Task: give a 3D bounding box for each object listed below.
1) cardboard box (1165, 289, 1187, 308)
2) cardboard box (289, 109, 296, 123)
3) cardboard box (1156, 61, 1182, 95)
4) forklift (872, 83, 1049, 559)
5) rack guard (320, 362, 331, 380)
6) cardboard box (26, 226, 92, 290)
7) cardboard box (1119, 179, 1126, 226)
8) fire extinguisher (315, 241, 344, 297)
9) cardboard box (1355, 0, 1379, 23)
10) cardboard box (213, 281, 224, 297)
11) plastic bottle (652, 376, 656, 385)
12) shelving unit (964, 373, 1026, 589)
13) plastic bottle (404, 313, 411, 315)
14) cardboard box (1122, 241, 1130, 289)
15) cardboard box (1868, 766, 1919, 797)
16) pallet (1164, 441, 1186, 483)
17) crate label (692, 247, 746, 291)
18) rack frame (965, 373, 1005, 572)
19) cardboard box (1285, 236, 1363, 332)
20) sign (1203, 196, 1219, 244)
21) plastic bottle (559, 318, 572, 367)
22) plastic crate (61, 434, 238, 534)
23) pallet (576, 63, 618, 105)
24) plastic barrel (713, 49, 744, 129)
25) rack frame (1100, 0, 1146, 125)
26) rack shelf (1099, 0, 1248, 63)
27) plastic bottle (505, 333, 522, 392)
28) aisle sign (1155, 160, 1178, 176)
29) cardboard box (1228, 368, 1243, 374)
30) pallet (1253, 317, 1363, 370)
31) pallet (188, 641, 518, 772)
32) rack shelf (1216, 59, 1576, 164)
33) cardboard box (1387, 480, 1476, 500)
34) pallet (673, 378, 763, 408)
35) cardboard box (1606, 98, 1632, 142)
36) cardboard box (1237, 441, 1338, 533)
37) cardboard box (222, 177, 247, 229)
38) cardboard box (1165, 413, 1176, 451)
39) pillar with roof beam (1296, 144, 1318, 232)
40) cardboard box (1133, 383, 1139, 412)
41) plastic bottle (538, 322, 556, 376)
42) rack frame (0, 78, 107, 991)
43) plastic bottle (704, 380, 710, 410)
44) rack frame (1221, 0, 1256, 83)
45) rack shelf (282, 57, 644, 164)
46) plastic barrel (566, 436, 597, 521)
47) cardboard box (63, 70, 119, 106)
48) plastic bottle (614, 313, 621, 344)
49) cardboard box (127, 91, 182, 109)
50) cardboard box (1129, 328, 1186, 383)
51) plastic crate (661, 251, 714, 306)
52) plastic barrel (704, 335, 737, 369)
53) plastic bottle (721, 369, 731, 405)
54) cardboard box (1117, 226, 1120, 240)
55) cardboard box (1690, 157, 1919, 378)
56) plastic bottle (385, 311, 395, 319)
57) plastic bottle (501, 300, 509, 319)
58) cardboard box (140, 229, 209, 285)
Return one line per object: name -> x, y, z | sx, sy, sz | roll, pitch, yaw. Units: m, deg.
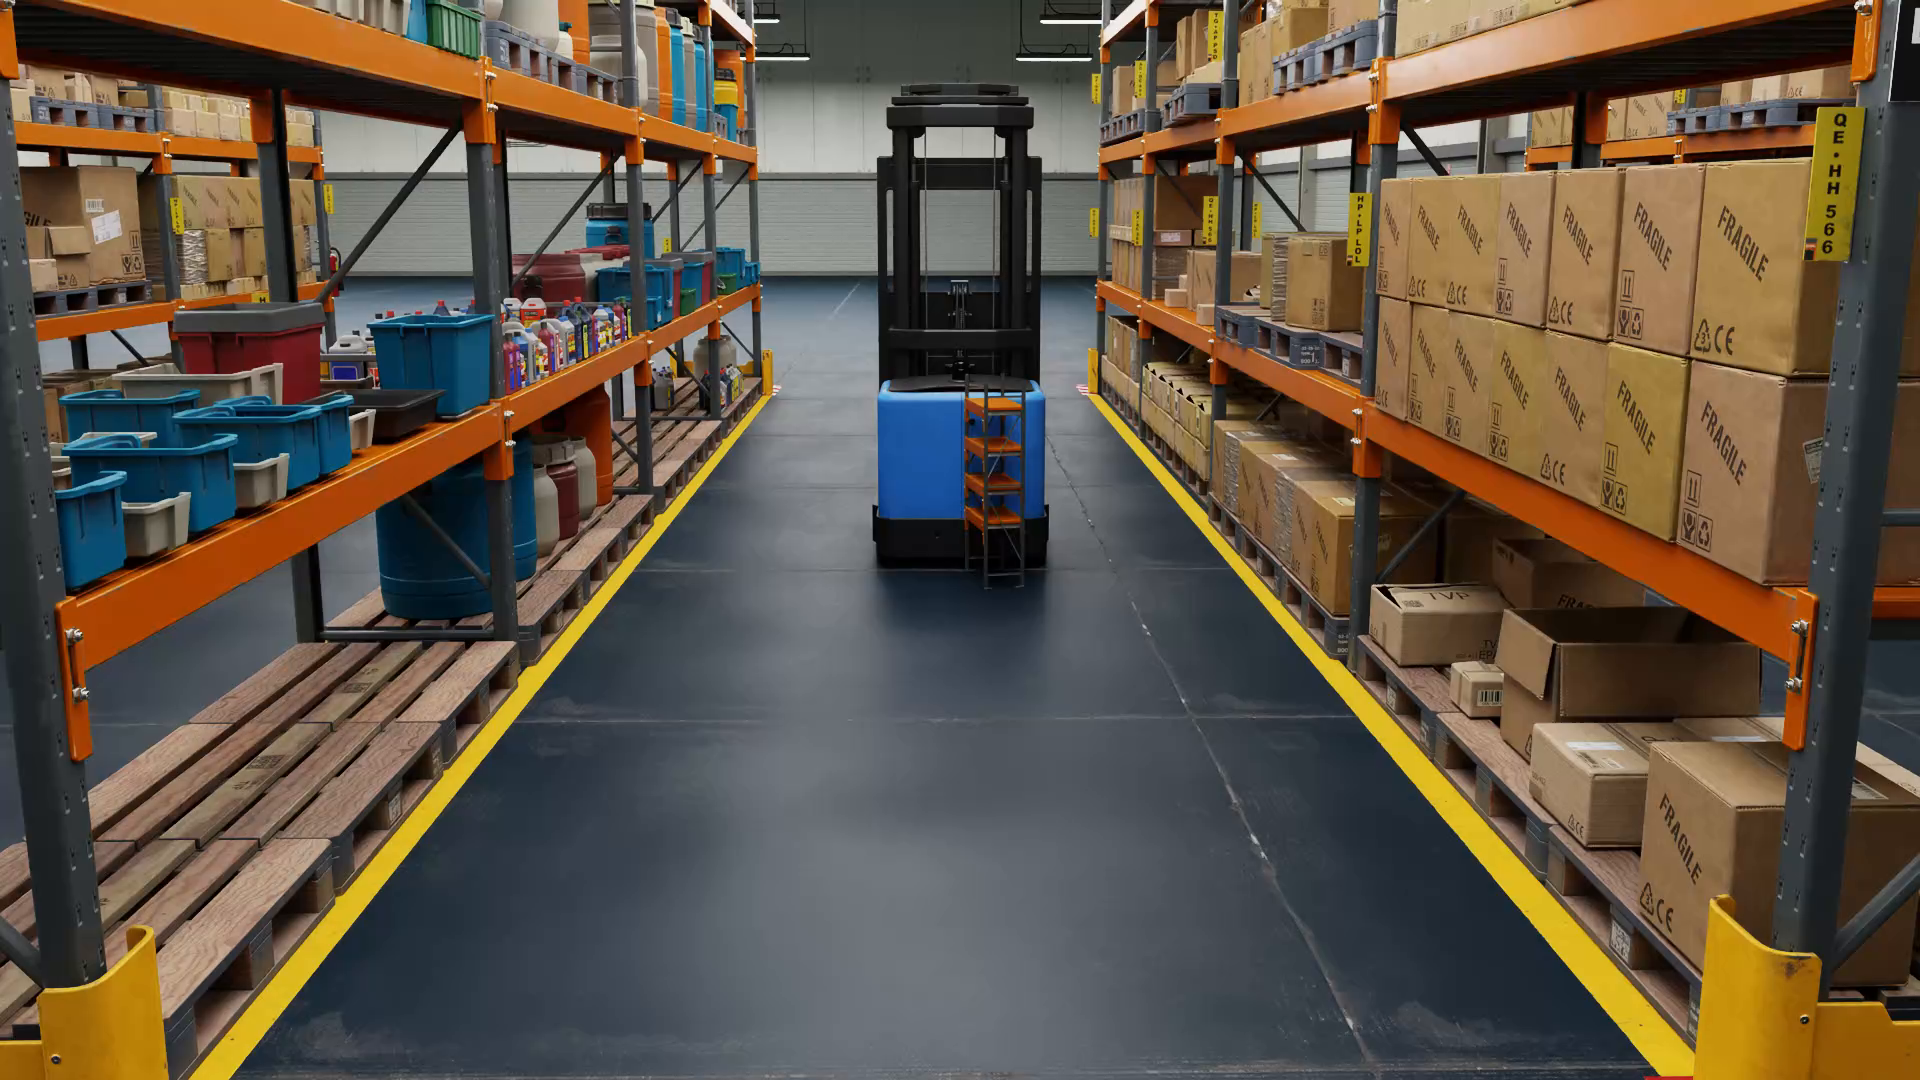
cardboard box -> 2.011, -2.130, 14.645 | 0.380, 0.149, 0.250 | 0, 11, -1
cardboard box -> -7.469, -4.617, 18.103 | 0.380, 0.149, 0.250 | -1, 11, -4
cardboard box -> 2.289, -4.553, 16.745 | 0.797, 0.503, 0.637 | 1, 12, 5
forklift -> -0.008, -1.562, 11.385 | 1.130, 2.935, 3.031 | 0, 11, -1
rack guard -> -7.789, -1.945, 19.389 | 1.175, 0.500, 0.348 | 0, 11, -1
cardboard box -> -7.579, -2.302, 13.547 | 0.797, 0.503, 0.637 | 1, 12, 5
cardboard box -> 2.128, -3.702, 18.248 | 0.700, 0.500, 0.500 | -1, 11, -3
fire extinguisher -> -7.332, -3.172, 19.344 | 0.296, 0.674, 0.183 | 0, 11, -1
cardboard box -> 2.389, -2.847, 8.444 | 0.600, 0.600, 0.600 | 0, 11, -2
cardboard box -> -7.451, -2.460, 16.272 | 0.380, 0.149, 0.250 | 0, 11, -1
plastic bottle -> -3.061, -1.493, 16.429 | 0.144, 0.351, 0.185 | -1, 11, -4
shelving unit -> 0.202, -0.355, 9.791 | 0.258, 1.200, 0.503 | -3, 12, -12
plastic bottle -> -2.792, -0.978, 8.459 | 0.144, 0.351, 0.185 | 0, 11, -1
cardboard box -> 2.131, -2.978, 17.943 | 0.700, 0.500, 0.500 | 0, 11, -1
cardboard box -> 2.707, 0.879, 4.993 | 0.500, 0.250, 0.500 | 0, 11, -1
pallet -> 2.279, -0.674, 13.851 | 1.003, 0.211, 1.213 | 0, 11, -1
crate label -> -2.530, -2.858, 17.514 | 0.502, 0.435, 0.616 | 0, 11, -1
rack frame -> 0.149, -0.402, 10.025 | 0.240, 1.200, 0.015 | -3, 12, -12
cardboard box -> 2.264, -1.446, 9.332 | 0.700, 0.500, 0.500 | -3, 12, -16
sign -> 1.724, -2.199, 11.444 | 0.100, 0.325, 0.005 | 0, 11, -1
plastic bottle -> -2.218, -1.104, 9.280 | 0.097, 0.271, 0.097 | 0, 11, 0
plastic crate -> -2.197, -0.154, 4.542 | 0.416, 0.233, 0.300 | 0, 11, -1
pallet -> -2.755, -2.840, 10.446 | 1.003, 0.211, 1.213 | 0, 11, -1
plastic barrel -> -2.701, -4.996, 18.459 | 0.600, 0.830, 0.708 | 0, 11, -1
rack frame -> 2.114, -6.165, 18.816 | 1.000, 3.000, 0.127 | 0, 11, -1
rack shelf -> 2.155, -5.219, 16.967 | 1.077, 0.370, 4.000 | 0, 11, -1
plastic bottle -> -2.174, -0.864, 8.068 | 0.061, 0.283, 0.133 | 0, 11, -1
aisle sign -> 2.406, -4.513, 19.224 | 0.394, 0.787, 0.004 | 0, 11, -1
cardboard box -> 2.509, -1.380, 14.768 | 0.500, 0.311, 0.500 | 0, 11, 0
pallet -> 2.324, -1.154, 9.687 | 1.003, 0.211, 1.213 | 0, 11, -1
pallet -> -2.536, 0.692, 7.115 | 1.003, 0.211, 1.213 | 0, 11, -1
rack shelf -> 2.321, -2.355, 9.387 | 1.077, 0.370, 4.000 | 0, 11, -1
cardboard box -> 2.573, -0.033, 8.860 | 0.500, 0.500, 0.500 | 0, 11, 0
pallet -> -2.778, -1.663, 18.723 | 1.003, 0.211, 1.213 | 0, 11, -1
cardboard box -> 6.845, -4.290, 16.814 | 0.500, 0.500, 0.500 | -1, 11, -3
cardboard box -> 2.025, -0.330, 10.322 | 0.500, 0.500, 0.500 | 0, 11, -2
cardboard box -> -7.484, -3.364, 16.583 | 0.500, 0.500, 0.500 | 0, 11, -1
cardboard box -> 1.989, -0.901, 13.817 | 0.500, 0.250, 0.500 | 0, 11, 0
pillar with roof beam -> 3.270, -9.611, 35.801 | 9.100, 9.000, 0.548 | 0, 11, -1
cardboard box -> 1.969, -1.380, 16.174 | 0.500, 0.250, 0.500 | 0, 11, -1
plastic bottle -> -2.190, -1.014, 8.807 | 0.061, 0.283, 0.133 | 0, 11, -1
rack frame -> -2.511, -0.025, 3.638 | 0.949, 2.616, 0.053 | 0, 11, -1
plastic bottle -> -2.465, -1.424, 16.257 | 0.061, 0.283, 0.133 | 0, 11, -1
rack frame -> 2.279, -4.575, 10.977 | 1.000, 3.000, 0.127 | 0, 11, -1
rack shelf -> -2.632, -2.335, 9.290 | 1.077, 0.370, 4.000 | 0, 11, -1
plastic barrel -> -2.545, -0.393, 10.652 | 0.421, 0.512, 0.421 | 0, 11, 0
cardboard box -> -7.797, -4.023, 14.483 | 0.797, 0.503, 0.637 | -1, 11, -4
plastic bottle -> -2.249, -1.370, 10.769 | 0.097, 0.201, 0.097 | 0, 11, 0
cardboard box -> -7.406, -4.048, 15.297 | 0.380, 0.149, 0.250 | -1, 11, -3
cardboard box -> 1.970, -1.847, 16.590 | 0.500, 0.500, 0.500 | 0, 11, -1
plastic crate -> -2.440, -2.347, 14.921 | 0.402, 0.464, 0.583 | 0, 11, -1
plastic barrel -> -2.748, -2.062, 18.878 | 0.421, 0.512, 0.421 | 0, 11, 0
plastic bottle -> -2.361, -1.528, 16.600 | 0.144, 0.351, 0.185 | -1, 11, -4
cardboard box -> 1.922, -3.361, 18.198 | 0.380, 0.149, 0.250 | 0, 11, -2
cardboard box -> 2.160, -0.671, 4.056 | 0.500, 0.500, 0.500 | 0, 11, -2
plastic bottle -> -2.940, -1.014, 8.637 | 0.144, 0.351, 0.185 | 0, 11, -1
plastic bottle -> -3.012, -1.442, 10.945 | 0.097, 0.271, 0.097 | 0, 11, 0
cardboard box -> -7.655, -2.675, 15.698 | 0.875, 0.500, 0.500 | 0, 11, -1
